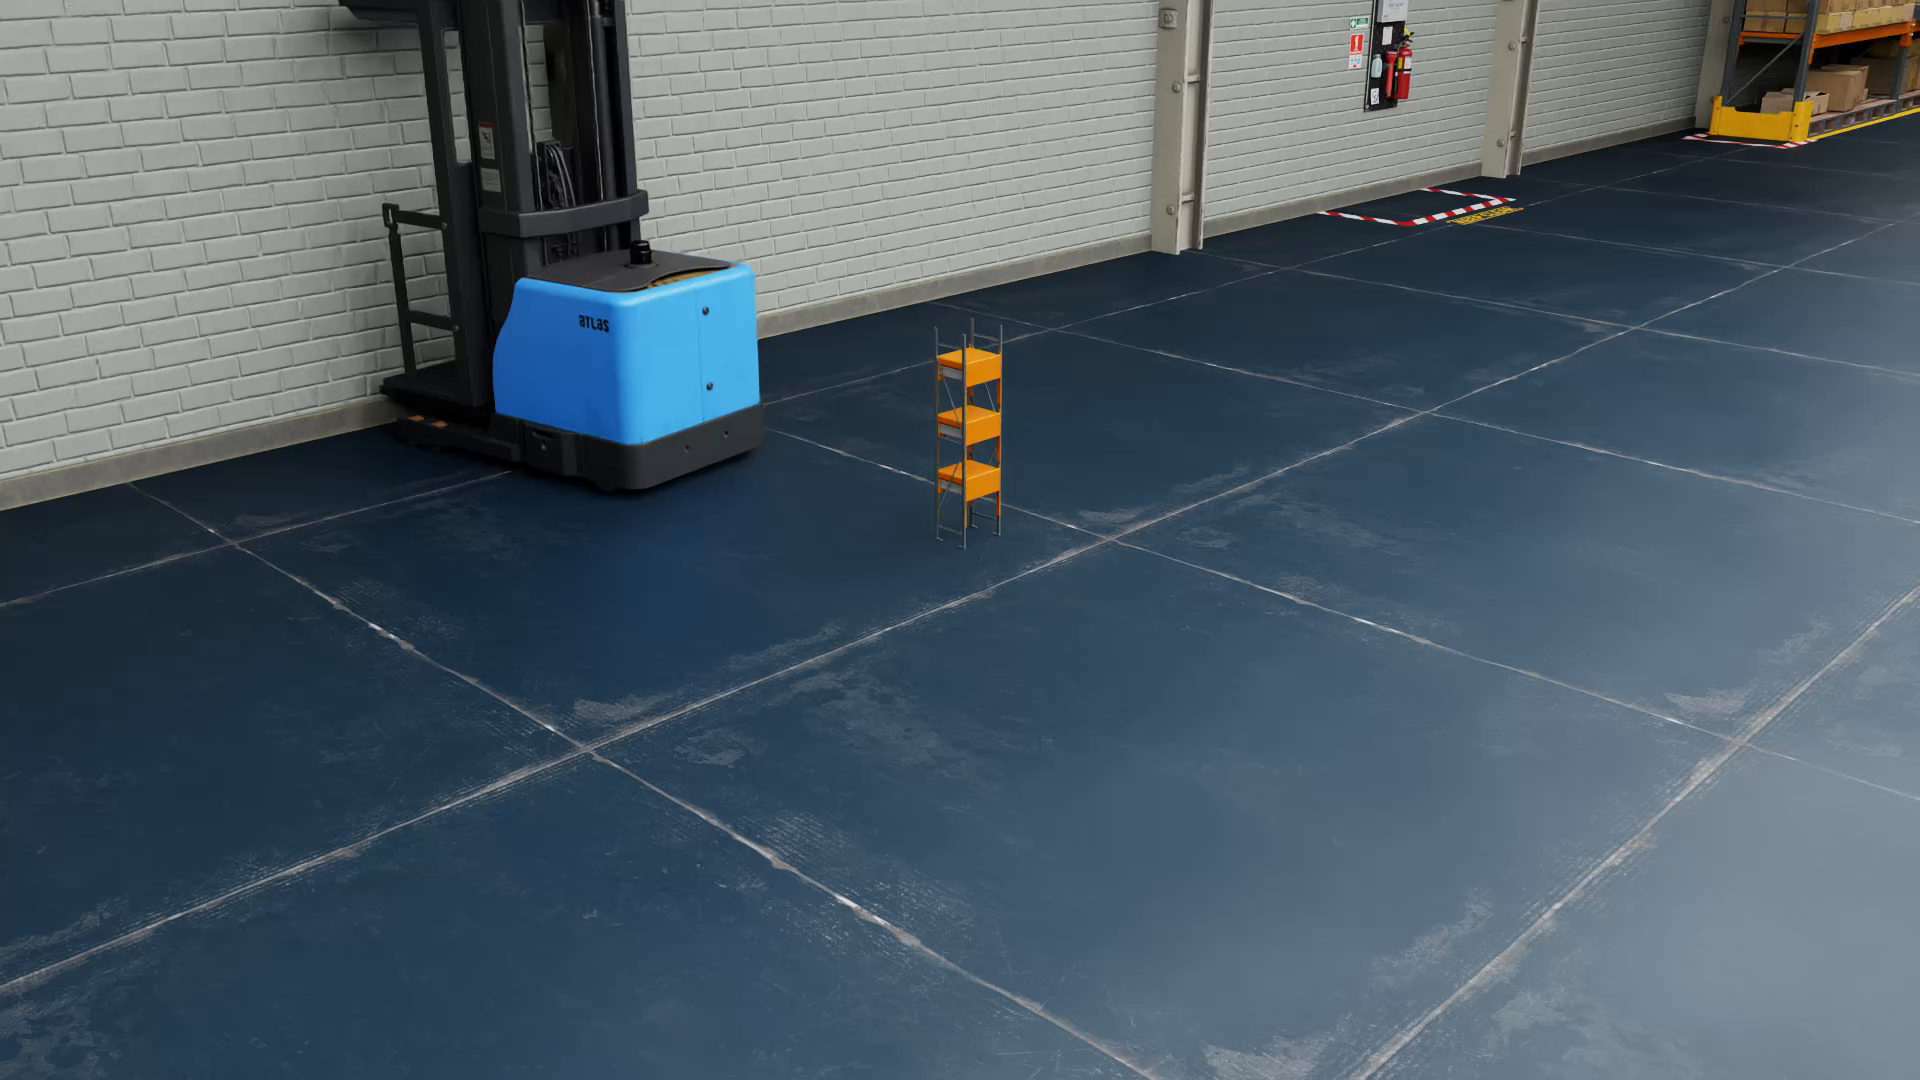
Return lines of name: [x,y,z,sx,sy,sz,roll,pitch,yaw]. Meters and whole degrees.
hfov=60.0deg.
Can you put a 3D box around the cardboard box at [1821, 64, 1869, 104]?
cardboard box: [12.519,-6.471,23.601,0.500,0.500,0.500,17,27,37]

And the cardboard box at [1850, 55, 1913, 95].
cardboard box: [13.716,-6.941,24.824,0.500,0.500,0.700,-19,28,-40]

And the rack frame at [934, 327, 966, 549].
rack frame: [-0.048,-0.472,7.840,0.200,1.050,0.008,19,28,41]

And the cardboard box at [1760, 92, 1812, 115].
cardboard box: [10.971,-5.787,22.084,0.500,0.311,0.500,15,26,35]

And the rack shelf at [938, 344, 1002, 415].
rack shelf: [0.037,-0.759,7.824,0.215,0.259,0.240,19,28,41]

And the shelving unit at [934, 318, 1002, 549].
shelving unit: [0.037,-0.504,7.922,0.215,1.050,0.252,19,28,41]

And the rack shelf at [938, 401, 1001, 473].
rack shelf: [0.037,-0.494,7.926,0.215,0.259,0.240,19,28,41]

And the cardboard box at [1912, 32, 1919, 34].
cardboard box: [15.097,-7.797,26.006,0.500,0.250,0.500,-20,28,-41]

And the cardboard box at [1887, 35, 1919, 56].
cardboard box: [14.381,-7.540,25.337,0.500,0.250,0.500,18,28,39]

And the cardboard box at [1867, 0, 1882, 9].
cardboard box: [12.041,-7.410,22.307,0.500,0.500,0.500,-19,28,-40]

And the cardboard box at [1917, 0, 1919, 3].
cardboard box: [13.594,-8.084,24.173,0.700,0.500,0.500,19,28,41]

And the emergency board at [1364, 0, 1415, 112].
emergency board: [4.356,-4.910,16.667,0.194,1.169,0.643,19,28,41]

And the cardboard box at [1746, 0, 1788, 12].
cardboard box: [10.601,-7.145,21.619,0.500,0.500,0.500,19,28,40]

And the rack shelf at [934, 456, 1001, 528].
rack shelf: [0.037,-0.234,8.025,0.215,0.259,0.240,19,28,41]

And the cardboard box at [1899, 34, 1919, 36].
cardboard box: [14.742,-7.664,25.659,0.500,0.250,0.500,19,28,40]

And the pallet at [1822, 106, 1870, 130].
pallet: [11.920,-5.911,23.160,1.003,0.211,1.213,19,28,41]

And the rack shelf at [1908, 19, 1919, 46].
rack shelf: [14.610,-7.888,25.418,1.077,0.370,4.000,19,28,41]

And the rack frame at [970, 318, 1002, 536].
rack frame: [0.122,-0.535,8.004,0.200,1.050,0.008,19,28,41]

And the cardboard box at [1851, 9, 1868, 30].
cardboard box: [11.704,-6.933,22.113,0.500,0.250,0.500,19,28,40]

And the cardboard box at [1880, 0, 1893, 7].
cardboard box: [12.403,-7.543,22.656,0.500,0.500,0.500,18,28,39]

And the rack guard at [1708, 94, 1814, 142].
rack guard: [10.477,-5.534,21.776,1.175,0.500,0.348,19,28,41]

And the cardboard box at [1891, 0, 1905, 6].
cardboard box: [12.762,-7.670,22.985,0.500,0.500,0.500,19,28,40]

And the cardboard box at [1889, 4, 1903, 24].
cardboard box: [12.748,-7.325,23.133,0.500,0.250,0.500,19,28,41]

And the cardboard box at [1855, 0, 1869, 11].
cardboard box: [11.689,-7.274,21.954,0.500,0.500,0.500,18,27,39]

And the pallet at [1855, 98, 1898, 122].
pallet: [12.771,-6.226,23.980,1.003,0.211,1.213,19,28,41]

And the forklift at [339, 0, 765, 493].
forklift: [-2.589,-2.010,9.219,3.031,2.935,1.130,14,25,32]

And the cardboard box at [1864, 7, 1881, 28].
cardboard box: [12.058,-7.062,22.449,0.500,0.250,0.500,20,28,41]

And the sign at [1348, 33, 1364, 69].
sign: [3.896,-4.810,16.358,0.001,0.329,0.234,19,28,41]

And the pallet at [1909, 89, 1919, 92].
pallet: [14.608,-6.924,25.793,1.003,0.211,1.213,19,28,41]

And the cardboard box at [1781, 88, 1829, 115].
cardboard box: [11.369,-5.933,22.465,0.500,0.311,0.500,-17,27,-38]

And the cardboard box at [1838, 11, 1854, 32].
cardboard box: [11.344,-6.804,21.776,0.500,0.250,0.500,18,28,39]

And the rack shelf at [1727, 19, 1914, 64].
rack shelf: [11.819,-6.860,22.743,1.077,0.370,4.000,19,28,41]

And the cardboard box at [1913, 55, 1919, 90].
cardboard box: [14.425,-7.208,25.517,0.700,0.500,0.500,20,28,41]

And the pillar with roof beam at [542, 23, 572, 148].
pillar with roof beam: [0.820,-4.174,6.390,9.100,9.000,0.400,19,28,41]

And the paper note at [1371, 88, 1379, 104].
paper note: [4.183,-4.470,16.752,0.016,0.148,0.142,19,28,41]

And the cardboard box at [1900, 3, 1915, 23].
cardboard box: [13.101,-7.451,23.461,0.500,0.250,0.500,19,28,41]

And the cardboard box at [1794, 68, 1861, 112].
cardboard box: [11.916,-6.198,22.890,0.700,0.500,0.500,17,27,37]

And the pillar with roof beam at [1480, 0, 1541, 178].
pillar with roof beam: [9.191,-7.258,14.416,9.100,9.000,0.400,19,28,41]

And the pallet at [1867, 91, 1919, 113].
pallet: [13.757,-6.608,24.974,1.003,0.211,1.213,19,28,41]

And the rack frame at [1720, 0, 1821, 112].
rack frame: [10.424,-6.681,21.277,1.000,3.000,0.127,19,28,41]

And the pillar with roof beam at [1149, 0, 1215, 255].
pillar with roof beam: [5.006,-5.716,10.403,9.100,9.000,0.400,19,28,41]

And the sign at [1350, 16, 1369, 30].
sign: [3.906,-5.056,16.261,0.001,0.109,0.331,19,28,41]

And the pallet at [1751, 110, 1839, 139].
pallet: [11.069,-5.599,22.348,1.003,0.211,1.213,19,28,41]

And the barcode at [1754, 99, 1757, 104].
barcode: [10.697,-5.896,22.355,0.001,0.075,0.075,19,28,41]

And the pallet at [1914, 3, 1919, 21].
pallet: [13.852,-7.780,24.402,1.003,0.211,1.213,19,28,41]

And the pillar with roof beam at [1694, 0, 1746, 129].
pillar with roof beam: [13.377,-8.801,18.428,9.100,9.000,0.400,19,28,41]

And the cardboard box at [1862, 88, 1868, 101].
cardboard box: [12.863,-6.447,24.004,0.380,0.166,0.250,15,26,34]

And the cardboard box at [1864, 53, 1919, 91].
cardboard box: [14.041,-7.087,25.203,0.700,0.500,0.500,19,28,40]

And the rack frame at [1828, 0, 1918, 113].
rack frame: [13.214,-7.710,23.952,1.000,3.000,0.127,19,28,41]

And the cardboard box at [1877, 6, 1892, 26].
cardboard box: [12.408,-7.192,22.787,0.500,0.250,0.500,19,28,40]

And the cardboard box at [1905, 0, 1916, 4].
cardboard box: [13.106,-7.800,23.323,0.500,0.500,0.500,19,28,41]

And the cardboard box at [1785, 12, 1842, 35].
cardboard box: [10.992,-6.667,21.419,0.500,0.250,0.500,18,28,39]

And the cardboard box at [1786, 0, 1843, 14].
cardboard box: [10.972,-7.018,21.289,0.500,0.500,0.500,19,28,41]

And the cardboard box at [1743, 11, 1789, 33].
cardboard box: [10.611,-6.789,21.739,0.500,0.250,0.500,-20,28,-41]

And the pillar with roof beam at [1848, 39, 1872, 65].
pillar with roof beam: [17.563,-10.343,22.441,9.100,9.000,0.400,19,28,41]

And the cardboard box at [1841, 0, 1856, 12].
cardboard box: [11.324,-7.143,21.613,0.500,0.500,0.500,19,28,41]

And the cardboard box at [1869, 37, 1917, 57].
cardboard box: [14.021,-7.406,24.986,0.500,0.250,0.500,19,28,40]
